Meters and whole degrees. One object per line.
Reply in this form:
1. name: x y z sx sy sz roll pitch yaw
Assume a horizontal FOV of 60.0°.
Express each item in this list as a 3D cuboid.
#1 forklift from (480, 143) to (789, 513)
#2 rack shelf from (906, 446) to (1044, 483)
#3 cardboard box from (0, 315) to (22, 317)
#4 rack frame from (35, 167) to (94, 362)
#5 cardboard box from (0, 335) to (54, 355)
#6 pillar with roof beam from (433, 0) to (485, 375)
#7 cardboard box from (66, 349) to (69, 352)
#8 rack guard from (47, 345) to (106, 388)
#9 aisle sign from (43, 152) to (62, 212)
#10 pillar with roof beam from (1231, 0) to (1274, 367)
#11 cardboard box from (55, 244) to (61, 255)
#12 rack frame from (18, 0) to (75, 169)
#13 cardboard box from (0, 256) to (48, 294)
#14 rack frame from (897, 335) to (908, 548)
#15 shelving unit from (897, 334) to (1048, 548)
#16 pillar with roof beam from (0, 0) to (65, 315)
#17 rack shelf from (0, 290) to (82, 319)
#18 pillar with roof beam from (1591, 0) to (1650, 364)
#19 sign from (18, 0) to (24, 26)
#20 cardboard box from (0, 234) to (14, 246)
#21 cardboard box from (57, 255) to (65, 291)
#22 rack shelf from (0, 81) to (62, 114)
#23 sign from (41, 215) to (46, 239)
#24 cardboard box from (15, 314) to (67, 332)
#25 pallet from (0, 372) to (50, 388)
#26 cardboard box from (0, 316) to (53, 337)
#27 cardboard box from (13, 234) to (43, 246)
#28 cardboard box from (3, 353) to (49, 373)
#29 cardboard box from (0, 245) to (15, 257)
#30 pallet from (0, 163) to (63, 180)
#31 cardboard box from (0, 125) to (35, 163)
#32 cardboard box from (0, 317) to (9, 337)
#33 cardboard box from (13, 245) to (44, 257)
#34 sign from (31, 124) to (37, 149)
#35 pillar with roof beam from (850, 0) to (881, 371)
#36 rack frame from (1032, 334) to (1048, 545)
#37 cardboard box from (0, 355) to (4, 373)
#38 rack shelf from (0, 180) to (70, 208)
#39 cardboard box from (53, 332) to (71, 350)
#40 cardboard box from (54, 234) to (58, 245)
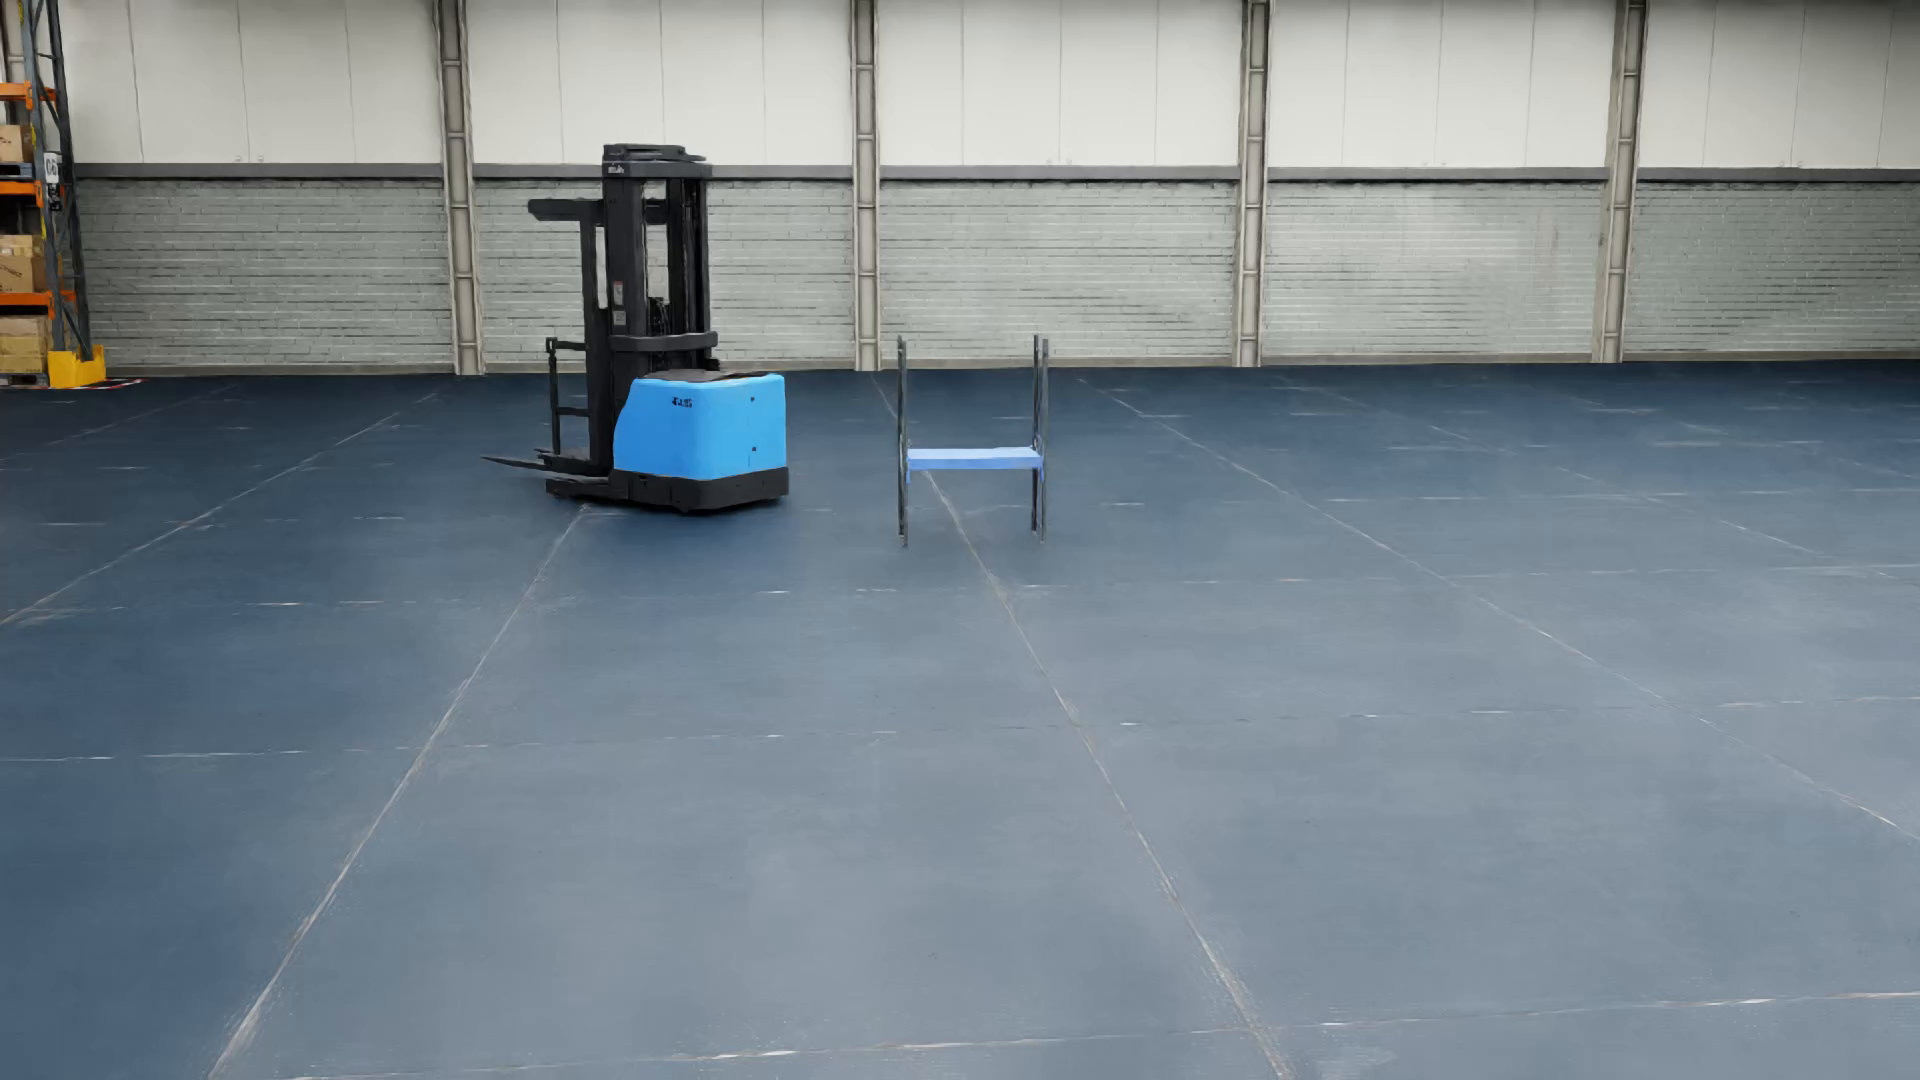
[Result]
1. forklift: -2.926 -1.853 14.194 3.031 2.935 1.130 8 14 35
2. rack shelf: 0.085 -0.561 12.267 1.000 0.185 0.538 -1 11 -6
3. cardboard box: -13.562 -3.057 23.591 0.500 0.250 0.500 -1 11 -6
4. rack frame: -12.568 -3.695 23.386 0.127 3.000 1.000 -1 11 -6
5. cardboard box: -13.018 -2.727 23.206 0.500 0.250 0.500 -1 11 -7
6. pillar with roof beam: -6.927 -6.096 20.049 0.400 9.000 9.100 -1 11 -6
7. cardboard box: -13.077 -2.579 23.749 0.500 0.250 0.500 -1 11 -6
8. rack guard: -12.544 -2.469 23.629 0.348 0.500 1.175 -1 11 -6
9. aisle sign: -12.471 -4.915 22.855 0.004 0.787 0.394 -1 11 -6
10. pillar with roof beam: 5.002 -6.346 21.320 0.400 9.000 9.100 -1 11 -6
11. cardboard box: -12.933 -4.105 23.531 0.250 0.149 0.380 -1 11 -8
12. rack frame: -12.568 -6.638 22.807 0.127 3.000 1.000 -1 11 -6
13. cardboard box: -13.029 -3.683 23.068 0.500 0.500 0.500 -1 11 -7
14. rack frame: -0.421 -0.727 12.179 0.032 1.500 0.500 -1 11 -6
15. shelving unit: 0.085 -0.738 12.232 1.048 1.500 0.538 -1 11 -6
16. pillar with roof beam: -12.892 -5.971 19.413 0.400 9.000 9.100 -1 11 -6
17. rack shelf: -14.556 -3.300 23.243 4.000 0.370 1.077 -1 11 -6
18. pillar with roof beam: 10.967 -6.471 21.956 0.400 9.000 9.100 -1 11 -6
19. sign: -12.523 -7.031 22.178 0.005 0.325 0.100 -1 11 -6
20. cardboard box: -13.143 -4.149 22.985 0.250 0.149 0.380 -1 11 -6
21. cardboard box: -13.090 -3.787 23.595 0.500 0.500 0.500 -1 11 -4
22. rack shelf: -14.556 -6.047 22.703 4.000 0.370 1.077 -1 11 -6
23. sign: -12.523 -4.275 22.720 0.005 0.325 0.100 -1 11 -6
24. cardboard box: -13.066 -3.068 23.648 0.500 0.250 0.500 -1 11 -7
25. pallet: -13.323 -2.303 23.533 1.213 0.211 1.003 -1 11 -6
26. cardboard box: -12.992 -2.973 23.161 0.500 0.250 0.500 -1 11 -4
27. cardboard box: -12.901 -4.160 23.041 0.250 0.149 0.380 -1 11 -6
28. cardboard box: -13.001 -2.481 23.252 0.500 0.250 0.500 -1 11 -6
29. cardboard box: -13.133 -3.990 22.947 0.250 0.149 0.380 -1 11 -5
30. pallet: -13.273 -5.113 23.055 1.213 0.211 1.003 -1 11 -6
31. cardboard box: -12.981 -5.415 22.752 0.500 0.500 0.500 -1 11 -4
32. cardboard box: -13.499 -2.961 23.101 0.500 0.250 0.500 -1 11 -5
33. cardboard box: -12.882 -4.001 23.003 0.250 0.149 0.380 -1 11 -5
34. sign: -12.523 -5.458 22.488 0.005 0.325 0.100 -1 11 -6
35. pillar with roof beam: -0.963 -6.221 20.685 0.400 9.000 9.100 -1 11 -6
36. rack frame: 0.590 -0.748 12.286 0.032 1.500 0.500 -1 11 -6
37. cardboard box: -13.496 -2.473 23.209 0.500 0.250 0.500 -1 11 -6
38. rack shelf: -14.556 -4.772 22.954 4.000 0.370 1.077 -1 11 -6
39. cardboard box: -13.058 -2.827 23.715 0.500 0.250 0.500 -1 11 -5
40. cardboard box: -12.925 -4.242 23.458 0.250 0.149 0.380 -1 11 -7
